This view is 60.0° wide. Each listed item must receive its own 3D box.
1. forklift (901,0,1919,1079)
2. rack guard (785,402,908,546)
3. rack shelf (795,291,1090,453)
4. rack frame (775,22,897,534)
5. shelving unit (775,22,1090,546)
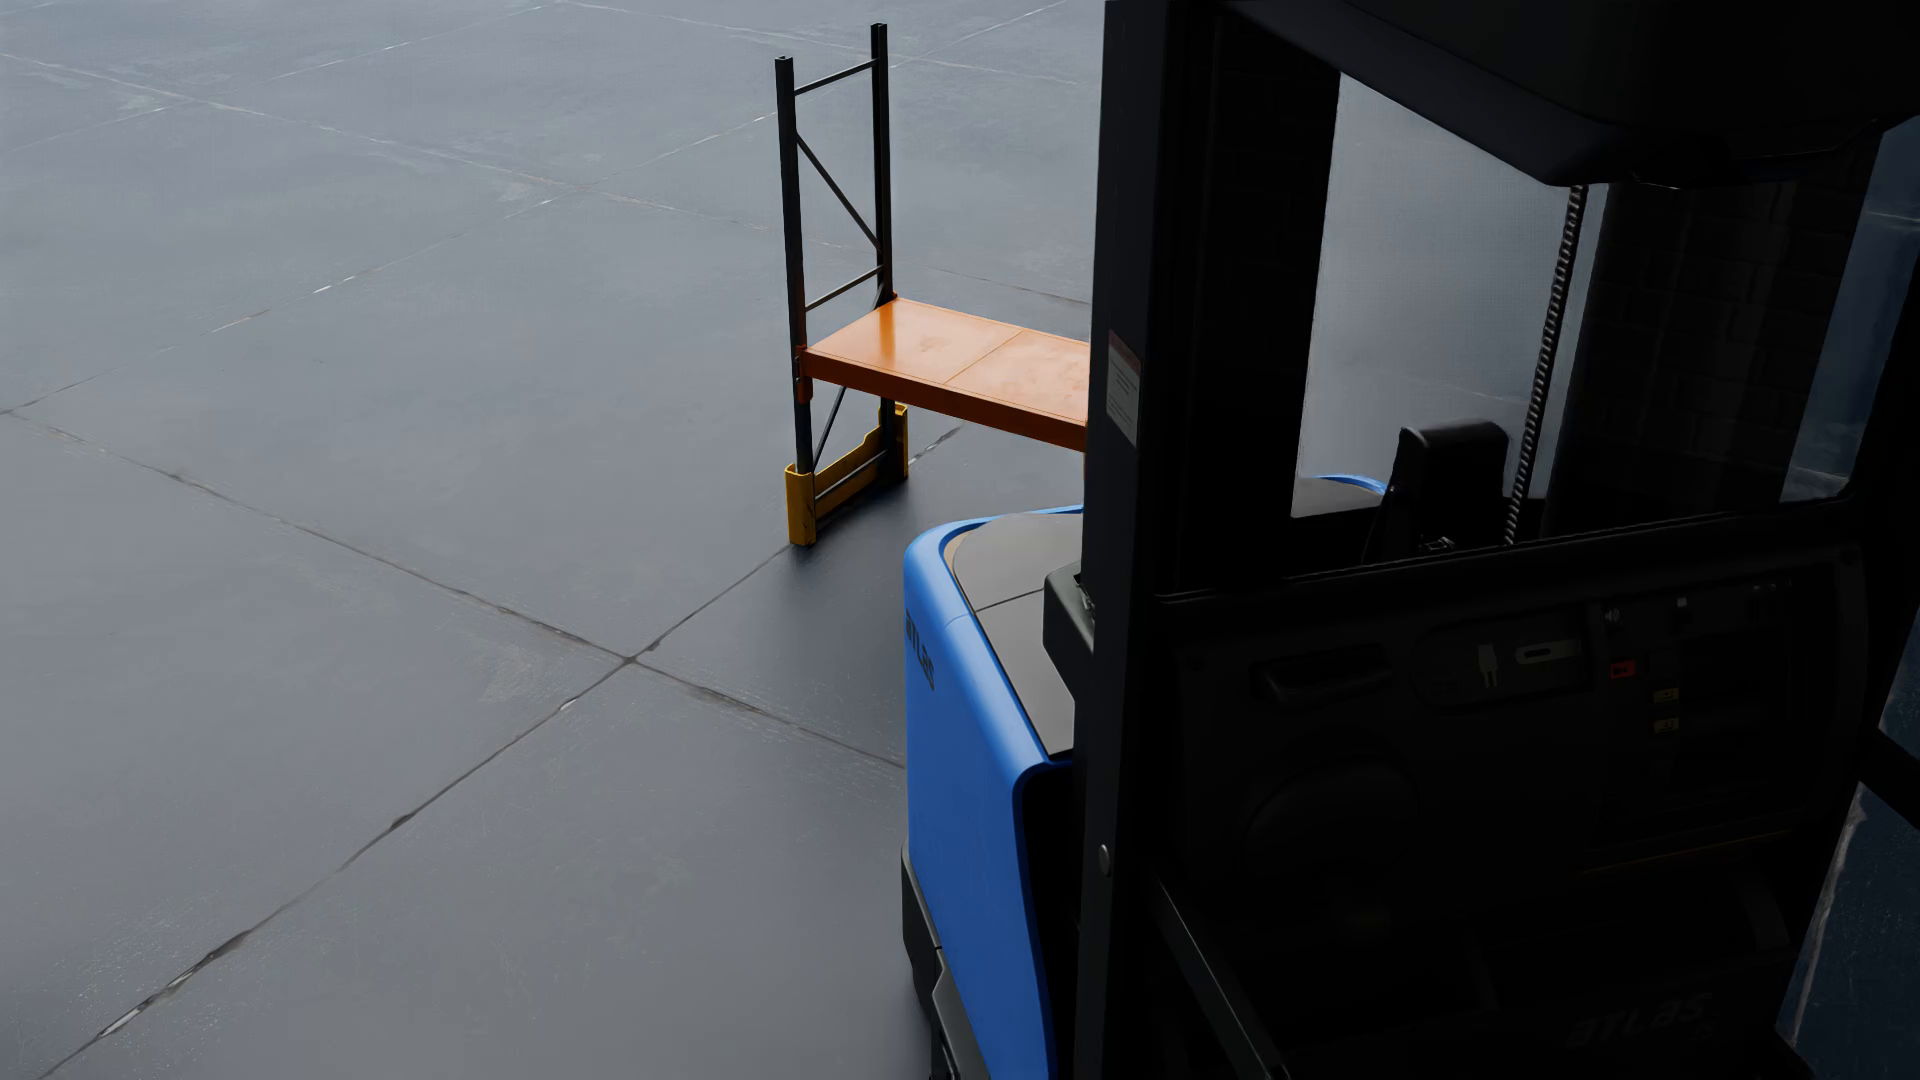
[{"bbox_3d":[0.758,0.286,1.851,1.130,2.935,3.031,-8,31,-13],"label":"forklift"},{"bbox_3d":[-0.357,-0.221,5.381,0.087,0.250,0.587,18,35,27],"label":"rack guard"},{"bbox_3d":[0.072,-0.470,4.924,1.000,0.185,0.538,18,35,27],"label":"rack shelf"},{"bbox_3d":[-0.358,-0.761,5.066,0.032,1.500,0.500,18,35,27],"label":"rack frame"},{"bbox_3d":[0.065,-0.627,4.837,1.083,1.500,0.587,18,35,27],"label":"shelving unit"}]
